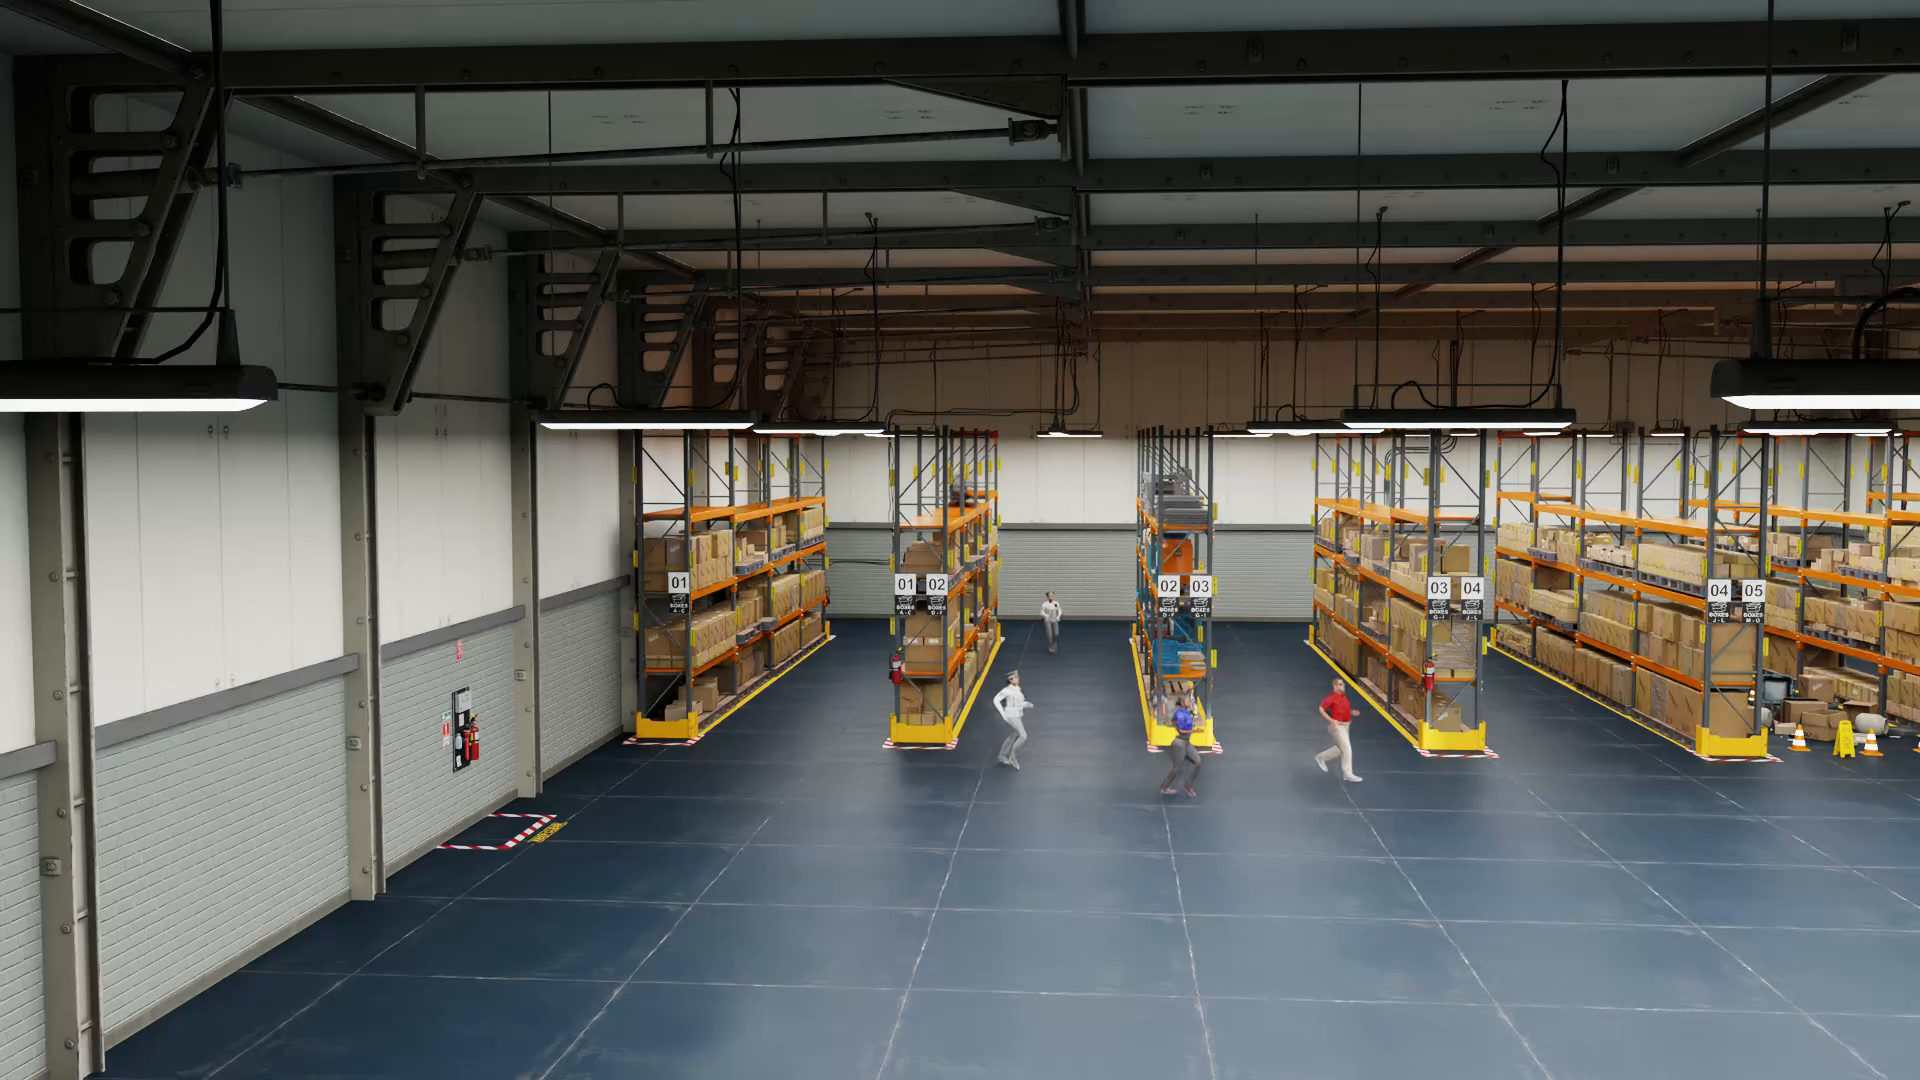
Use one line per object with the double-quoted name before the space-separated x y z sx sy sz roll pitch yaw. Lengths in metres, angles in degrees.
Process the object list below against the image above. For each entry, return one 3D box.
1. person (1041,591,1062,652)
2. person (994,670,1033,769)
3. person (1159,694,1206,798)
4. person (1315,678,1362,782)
"person" 2.468 2.198 44.682 0.588 1.651 0.598 0 3 -5
"person" 0.947 3.134 29.086 0.703 1.719 0.581 2 4 26
"person" 3.575 3.306 26.615 0.765 1.695 0.523 2 4 25
"person" 6.378 3.178 28.028 0.899 1.697 0.675 3 4 37
